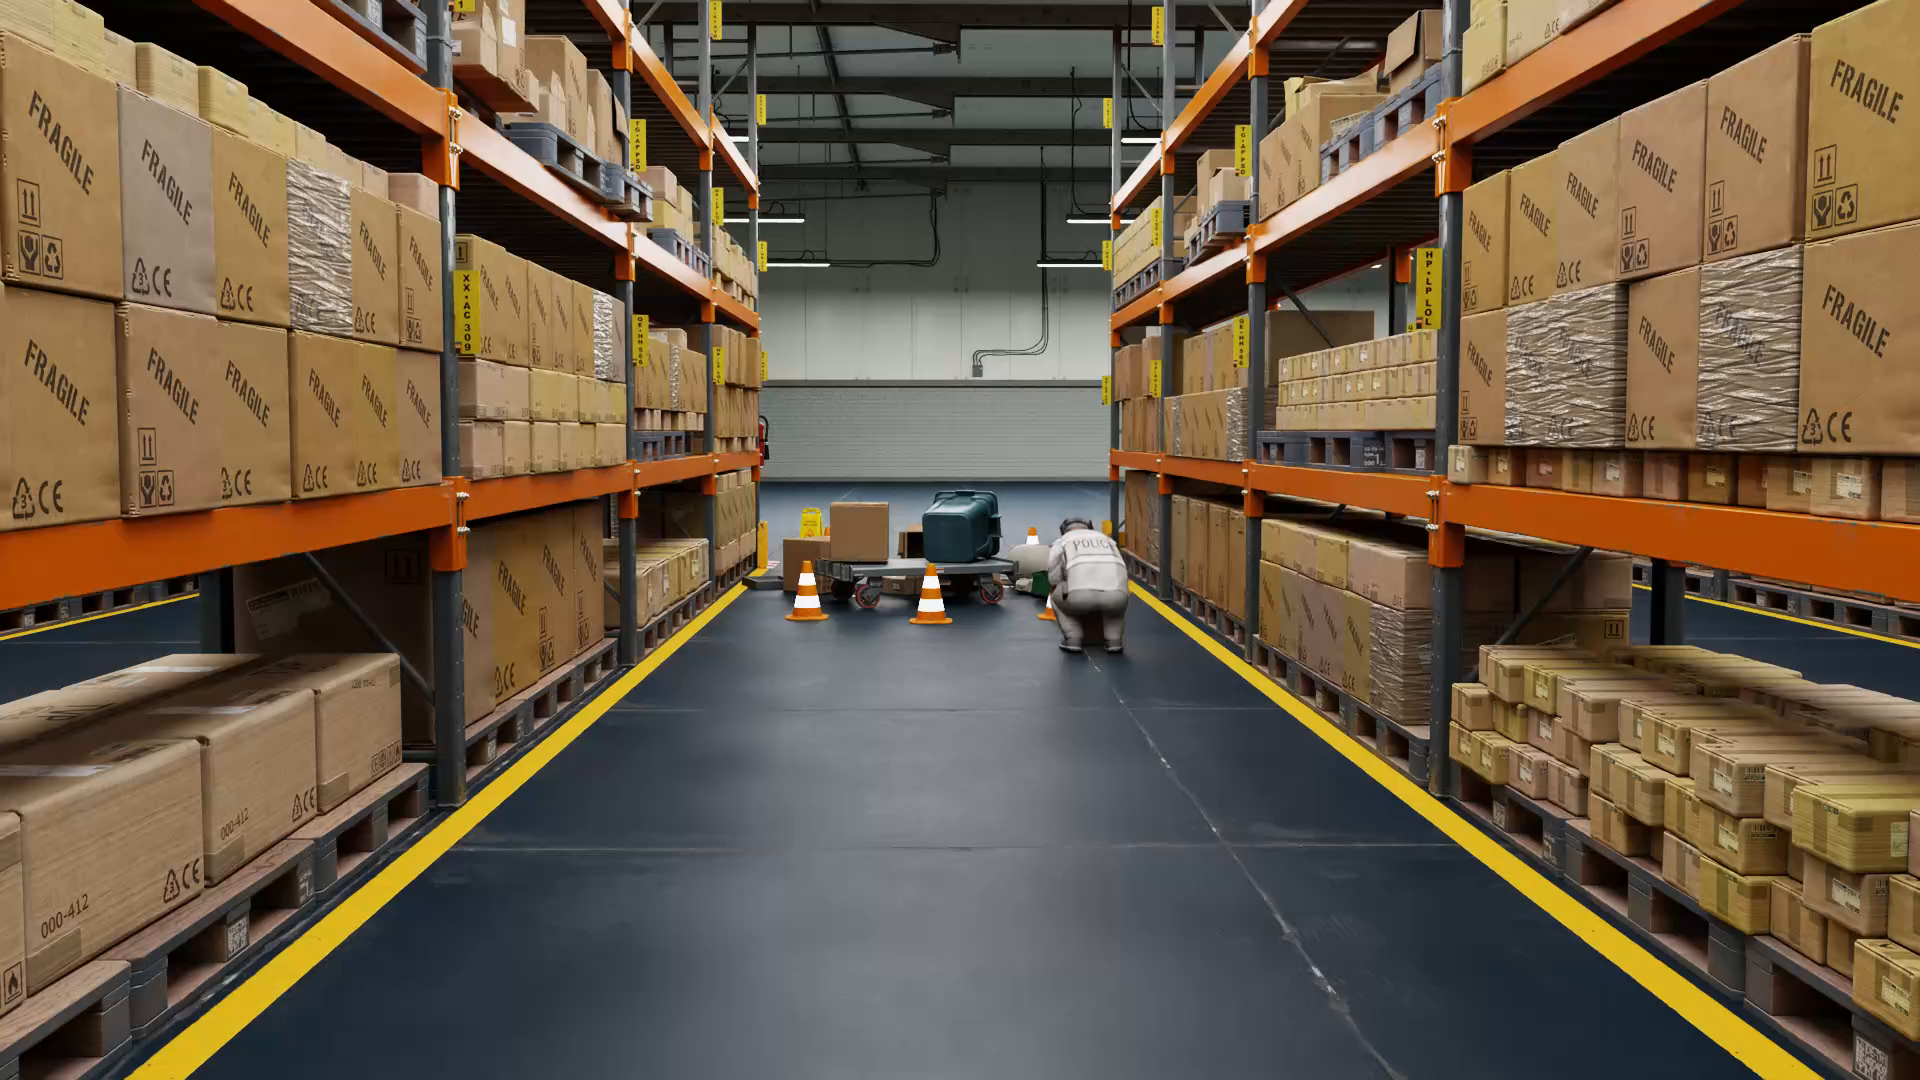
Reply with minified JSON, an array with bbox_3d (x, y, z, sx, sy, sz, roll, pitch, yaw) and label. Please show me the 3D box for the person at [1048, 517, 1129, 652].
[{"bbox_3d":[0.899,0.308,11.595,0.554,0.901,0.954,0,4,-1],"label":"person"}]
